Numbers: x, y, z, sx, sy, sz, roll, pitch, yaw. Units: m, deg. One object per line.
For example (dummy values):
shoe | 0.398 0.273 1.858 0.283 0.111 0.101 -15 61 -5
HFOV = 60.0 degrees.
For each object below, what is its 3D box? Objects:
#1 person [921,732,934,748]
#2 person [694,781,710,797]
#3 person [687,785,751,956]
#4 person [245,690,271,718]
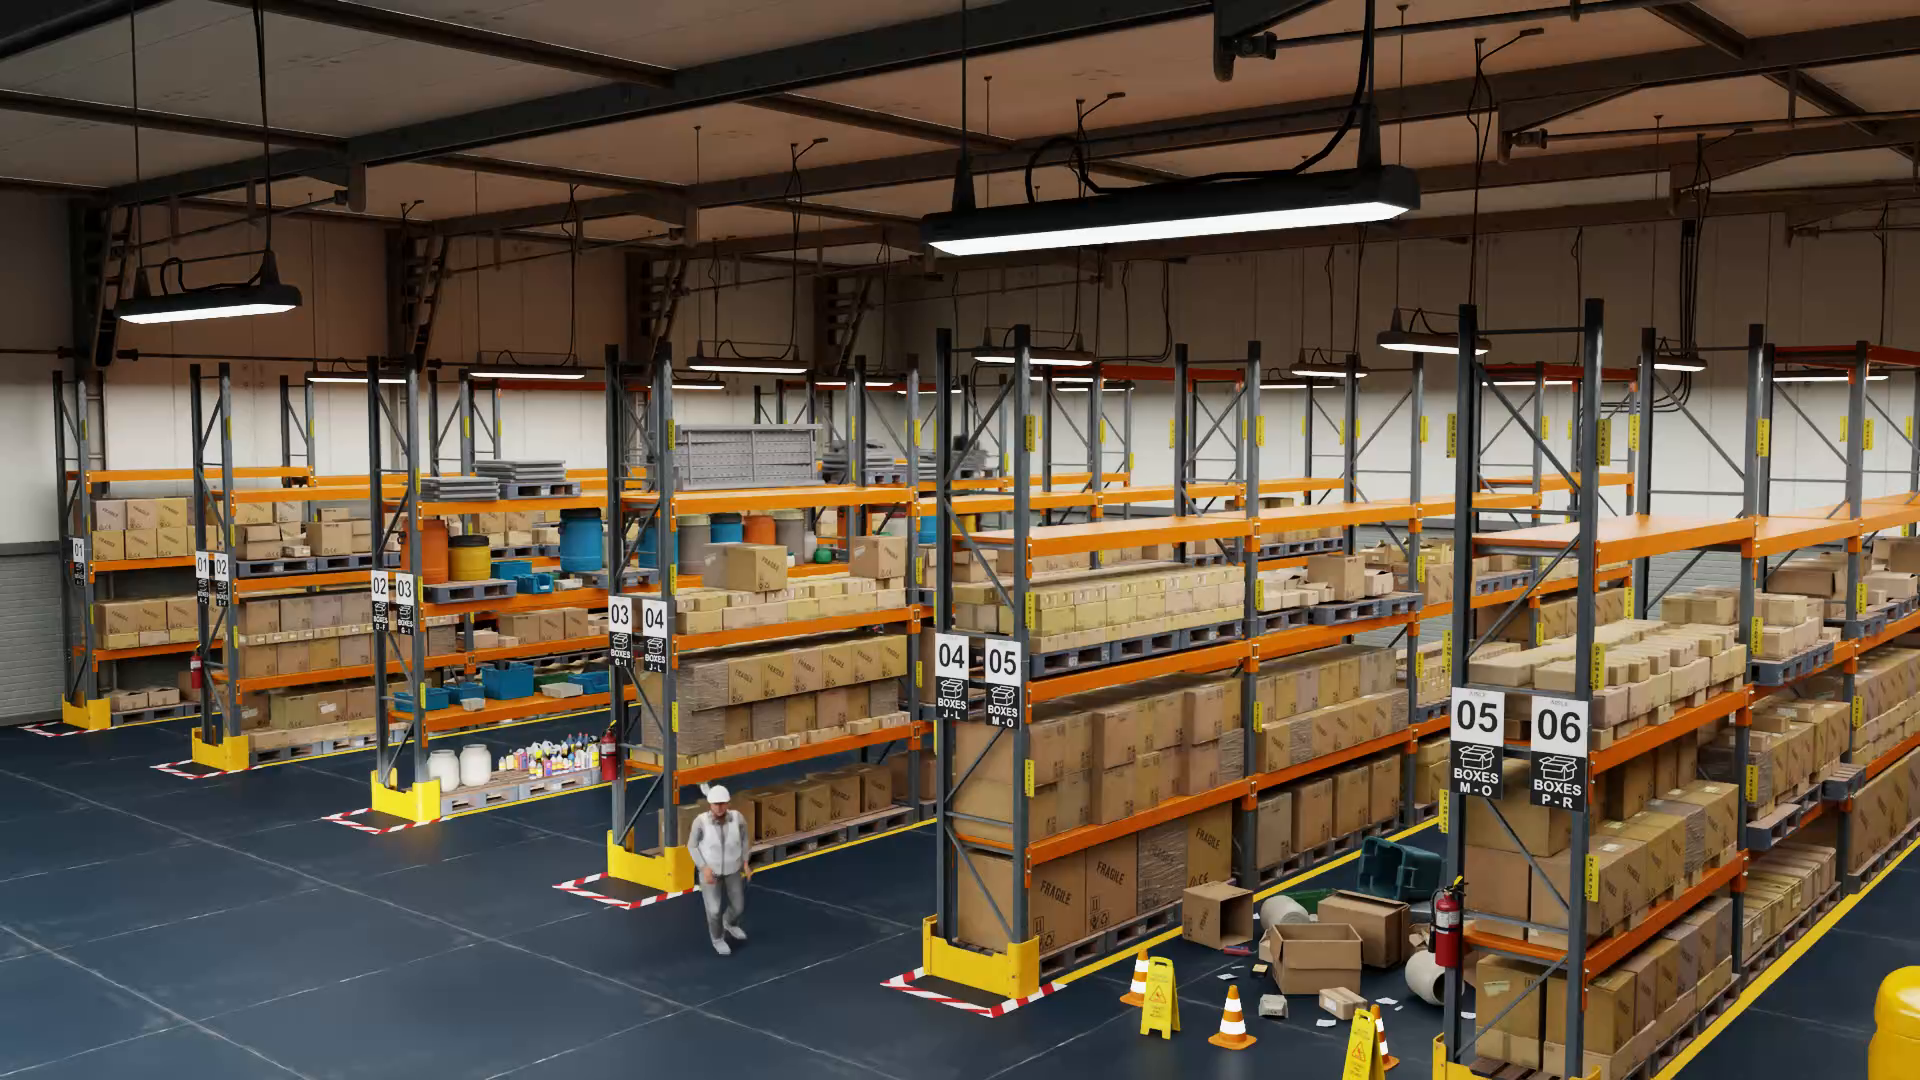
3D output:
person | -0.435 2.637 24.760 0.999 1.398 0.551 -3 5 -33
person | -3.657 2.647 23.019 0.705 1.738 1.058 0 4 3
person | -2.339 3.164 16.074 0.621 1.703 0.793 -1 4 -19
person | -11.610 2.395 27.280 0.563 1.611 0.891 2 4 23
